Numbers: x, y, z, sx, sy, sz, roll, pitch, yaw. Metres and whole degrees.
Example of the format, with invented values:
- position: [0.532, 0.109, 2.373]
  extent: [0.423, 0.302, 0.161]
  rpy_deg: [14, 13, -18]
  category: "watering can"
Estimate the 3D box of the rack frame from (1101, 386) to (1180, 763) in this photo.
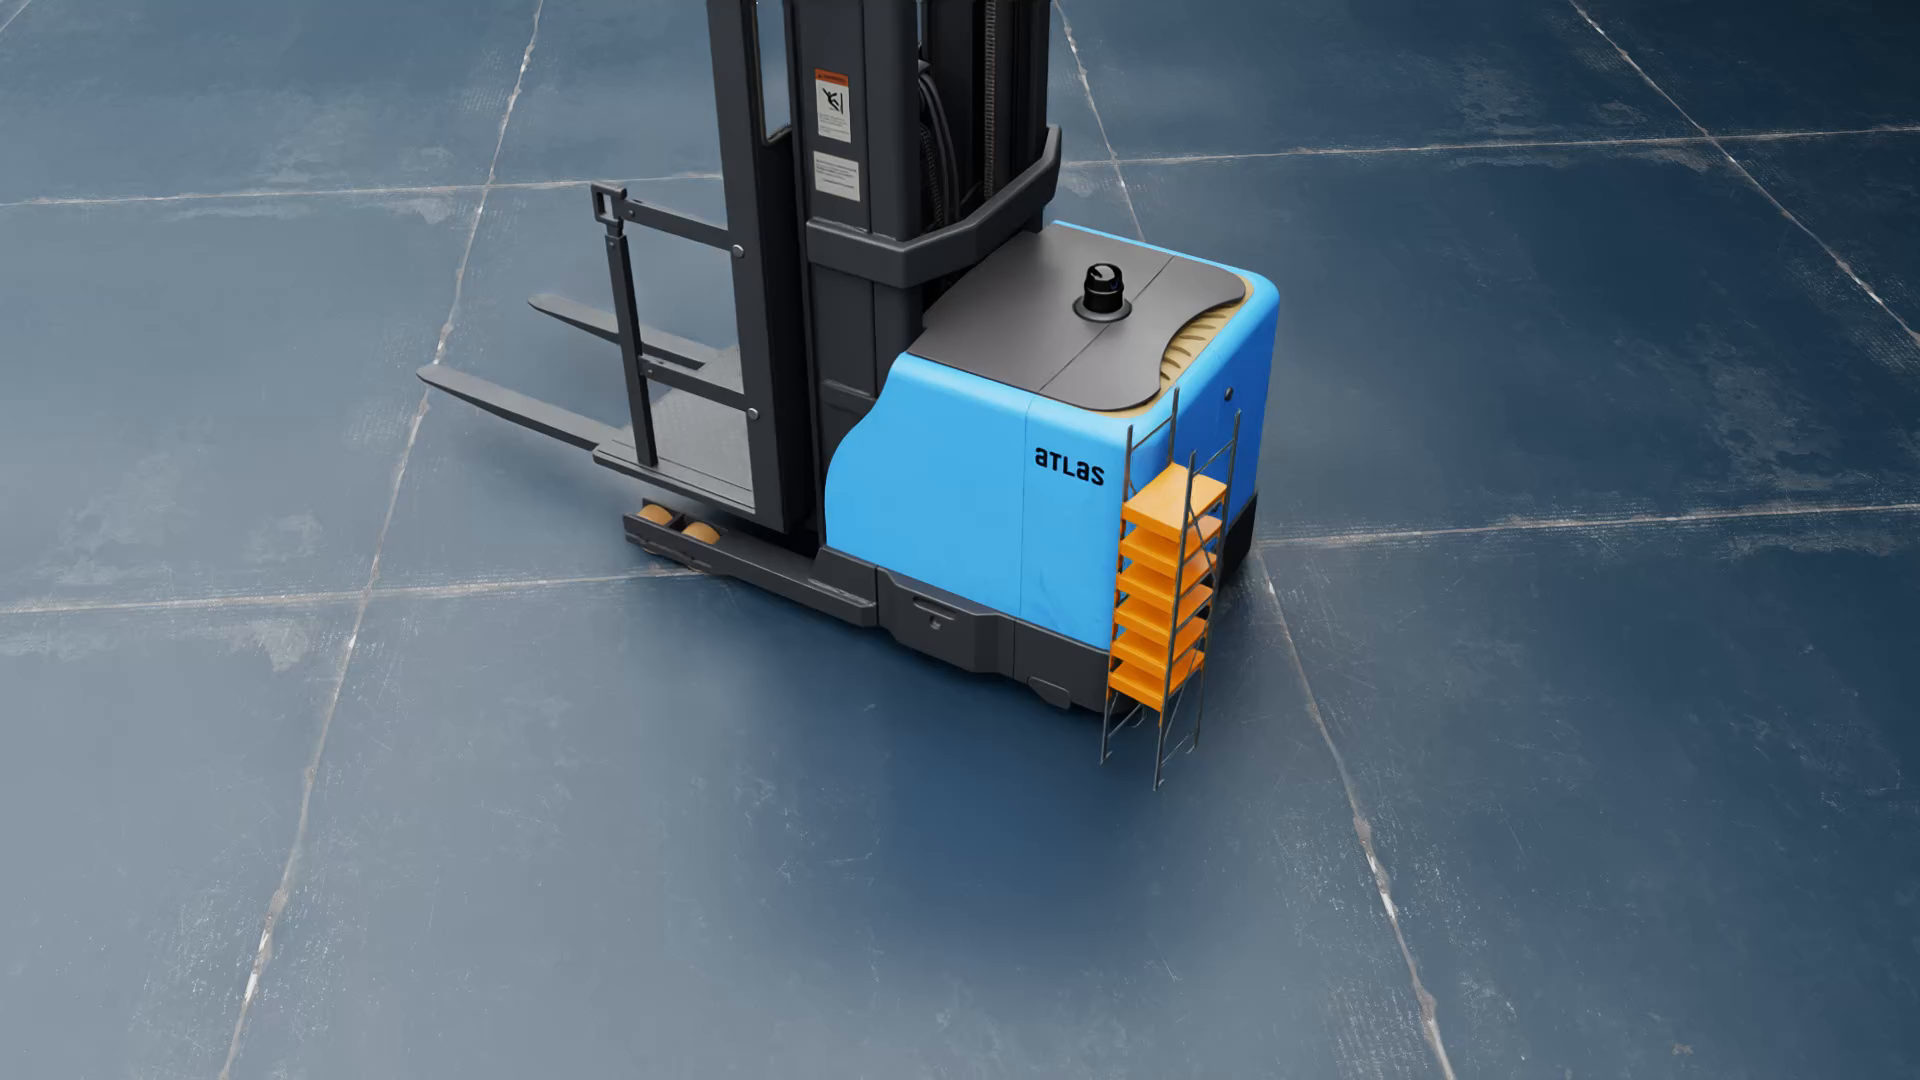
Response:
- position: [0.494, 0.130, 4.615]
  extent: [0.006, 1.200, 0.240]
  rpy_deg: [26, 45, 29]
  category: "rack frame"

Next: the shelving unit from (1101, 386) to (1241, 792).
- position: [0.566, 0.165, 4.571]
  extent: [0.189, 1.200, 0.258]
  rpy_deg: [26, 45, 29]
  category: "shelving unit"

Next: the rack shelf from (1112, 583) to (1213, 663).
- position: [0.566, 0.200, 4.599]
  extent: [0.180, 0.103, 0.258]
  rpy_deg: [26, 45, 29]
  category: "rack shelf"

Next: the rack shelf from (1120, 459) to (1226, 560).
- position: [0.567, -0.082, 4.375]
  extent: [0.180, 0.103, 0.258]
  rpy_deg: [26, 45, 29]
  category: "rack shelf"

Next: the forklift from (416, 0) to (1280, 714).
- position: [-0.551, -1.303, 5.036]
  extent: [3.031, 2.935, 1.130]
  rpy_deg: [20, 42, 23]
  category: "forklift"

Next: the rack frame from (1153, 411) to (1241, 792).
- position: [0.638, 0.200, 4.528]
  extent: [0.006, 1.200, 0.240]
  rpy_deg: [26, 45, 29]
  category: "rack frame"

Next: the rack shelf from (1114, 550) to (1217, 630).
- position: [0.566, 0.106, 4.524]
  extent: [0.180, 0.103, 0.258]
  rpy_deg: [26, 45, 29]
  category: "rack shelf"

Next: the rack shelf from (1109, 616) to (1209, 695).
- position: [0.566, 0.294, 4.673]
  extent: [0.180, 0.103, 0.258]
  rpy_deg: [26, 45, 29]
  category: "rack shelf"

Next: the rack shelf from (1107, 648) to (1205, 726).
- position: [0.565, 0.388, 4.748]
  extent: [0.180, 0.103, 0.258]
  rpy_deg: [26, 45, 29]
  category: "rack shelf"

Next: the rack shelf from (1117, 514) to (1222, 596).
- position: [0.567, 0.012, 4.450]
  extent: [0.180, 0.103, 0.258]
  rpy_deg: [26, 45, 29]
  category: "rack shelf"
